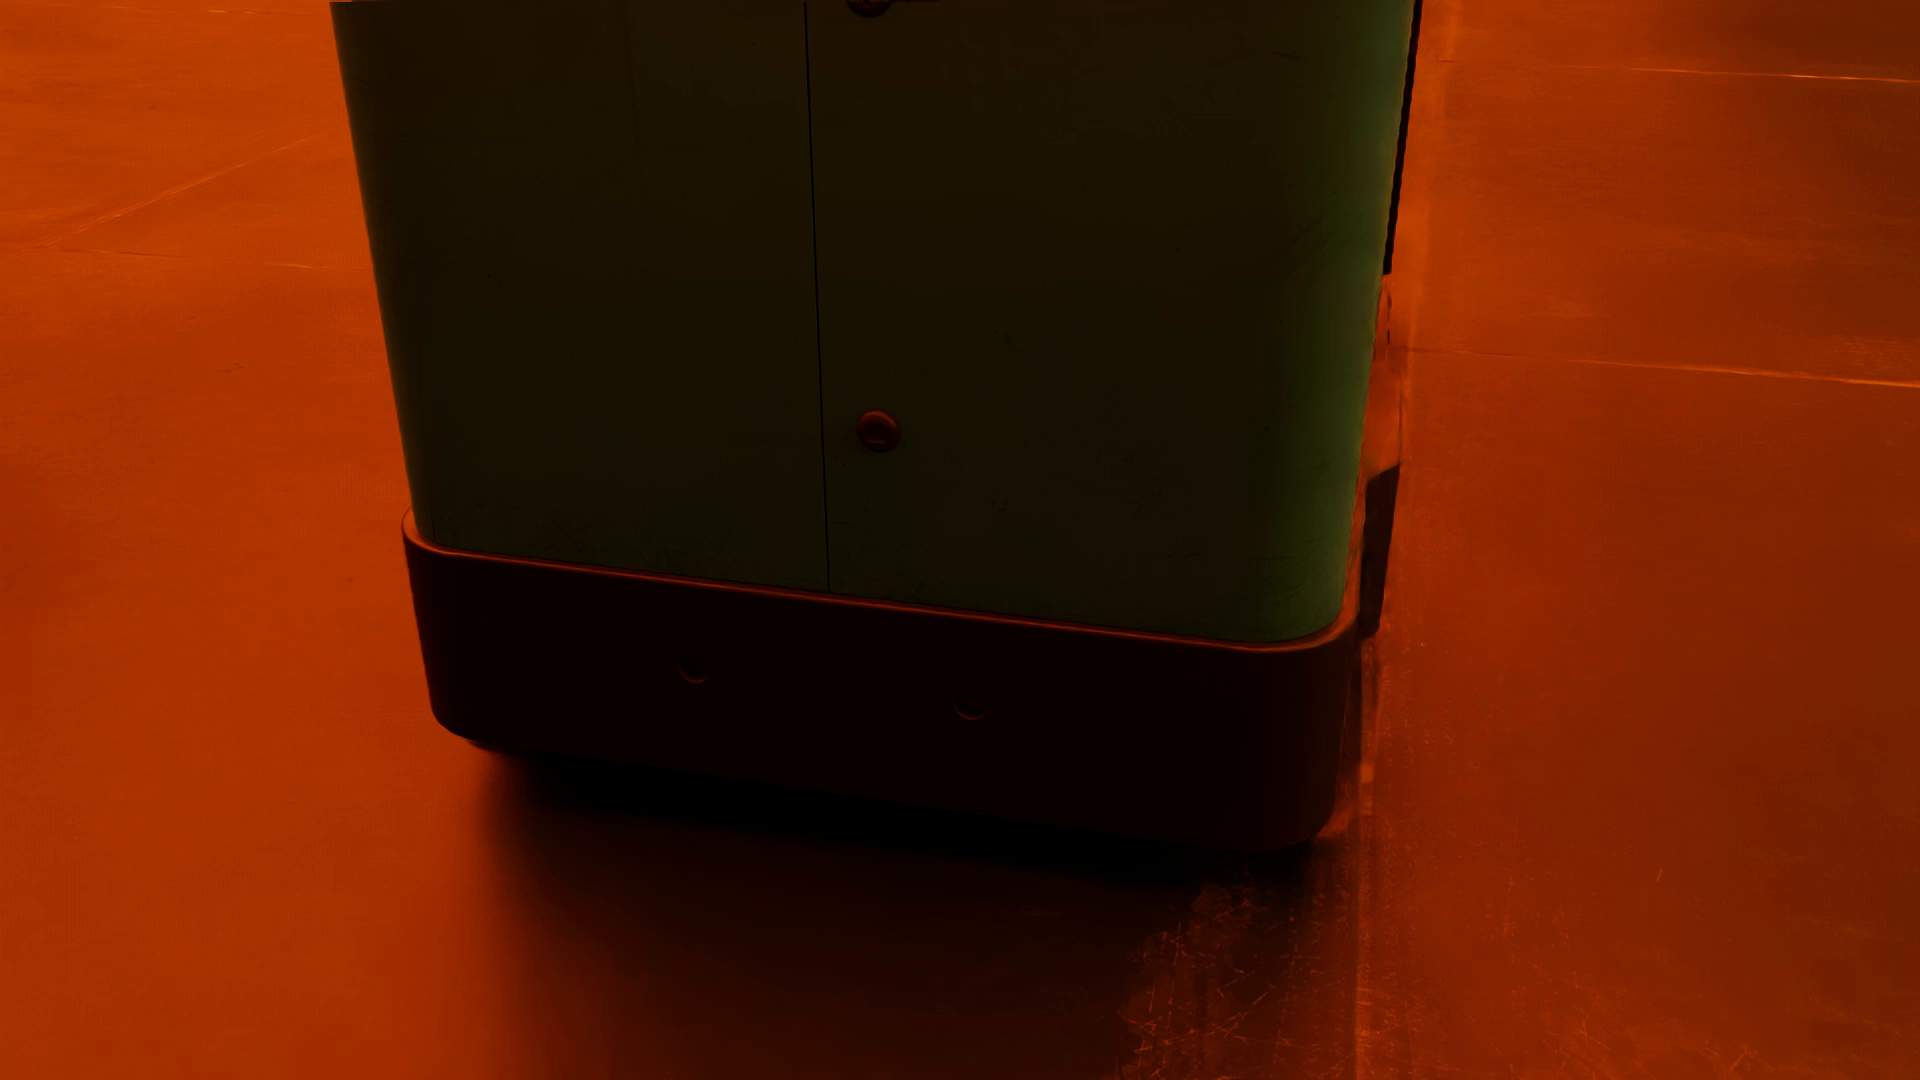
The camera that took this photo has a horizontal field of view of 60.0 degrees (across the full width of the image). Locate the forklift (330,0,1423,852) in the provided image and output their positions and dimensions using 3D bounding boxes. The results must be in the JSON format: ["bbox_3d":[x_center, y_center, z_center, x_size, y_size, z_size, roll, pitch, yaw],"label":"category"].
[{"bbox_3d":[0.224,-1.632,2.482,1.130,2.935,3.031,6,27,12],"label":"forklift"}]
